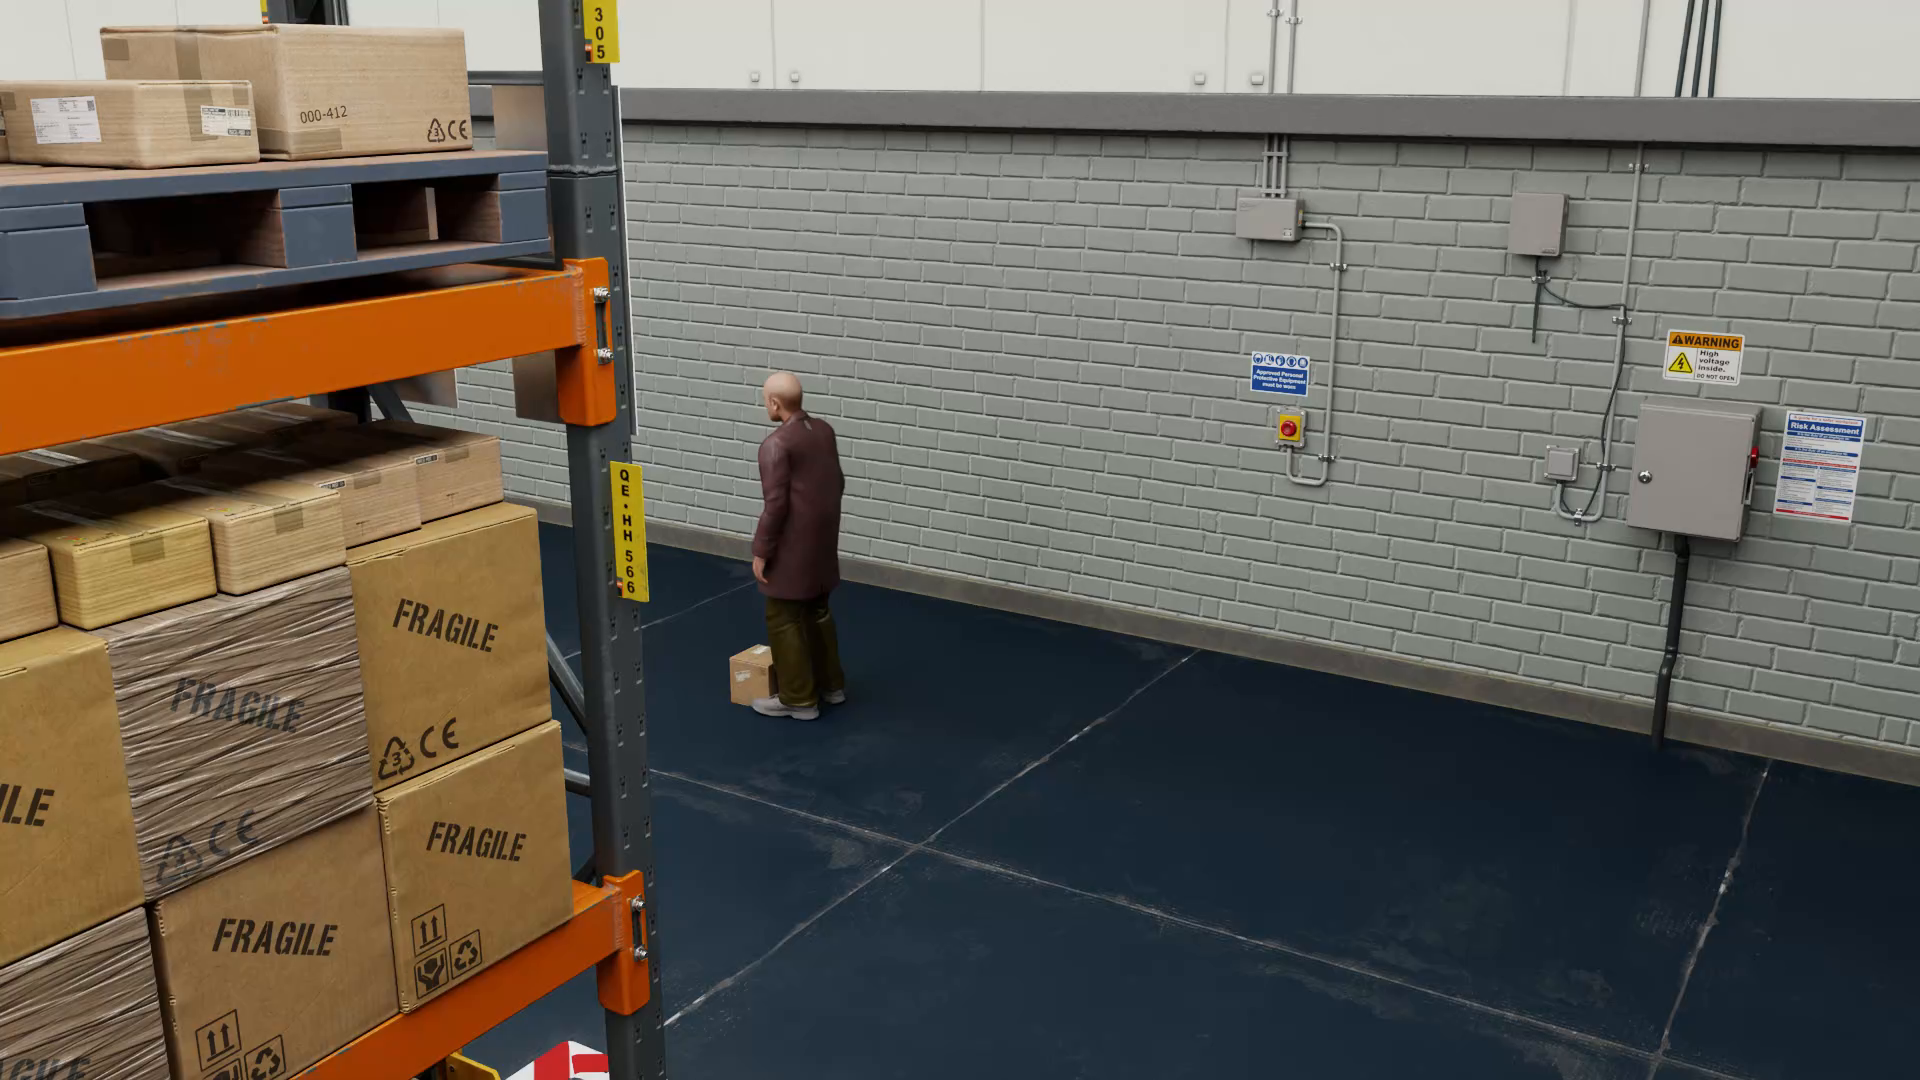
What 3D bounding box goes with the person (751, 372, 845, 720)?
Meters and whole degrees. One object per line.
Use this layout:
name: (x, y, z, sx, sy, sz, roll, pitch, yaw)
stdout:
person: (-0.826, 0.026, 8.468, 0.422, 1.774, 0.642, 10, 19, 30)
